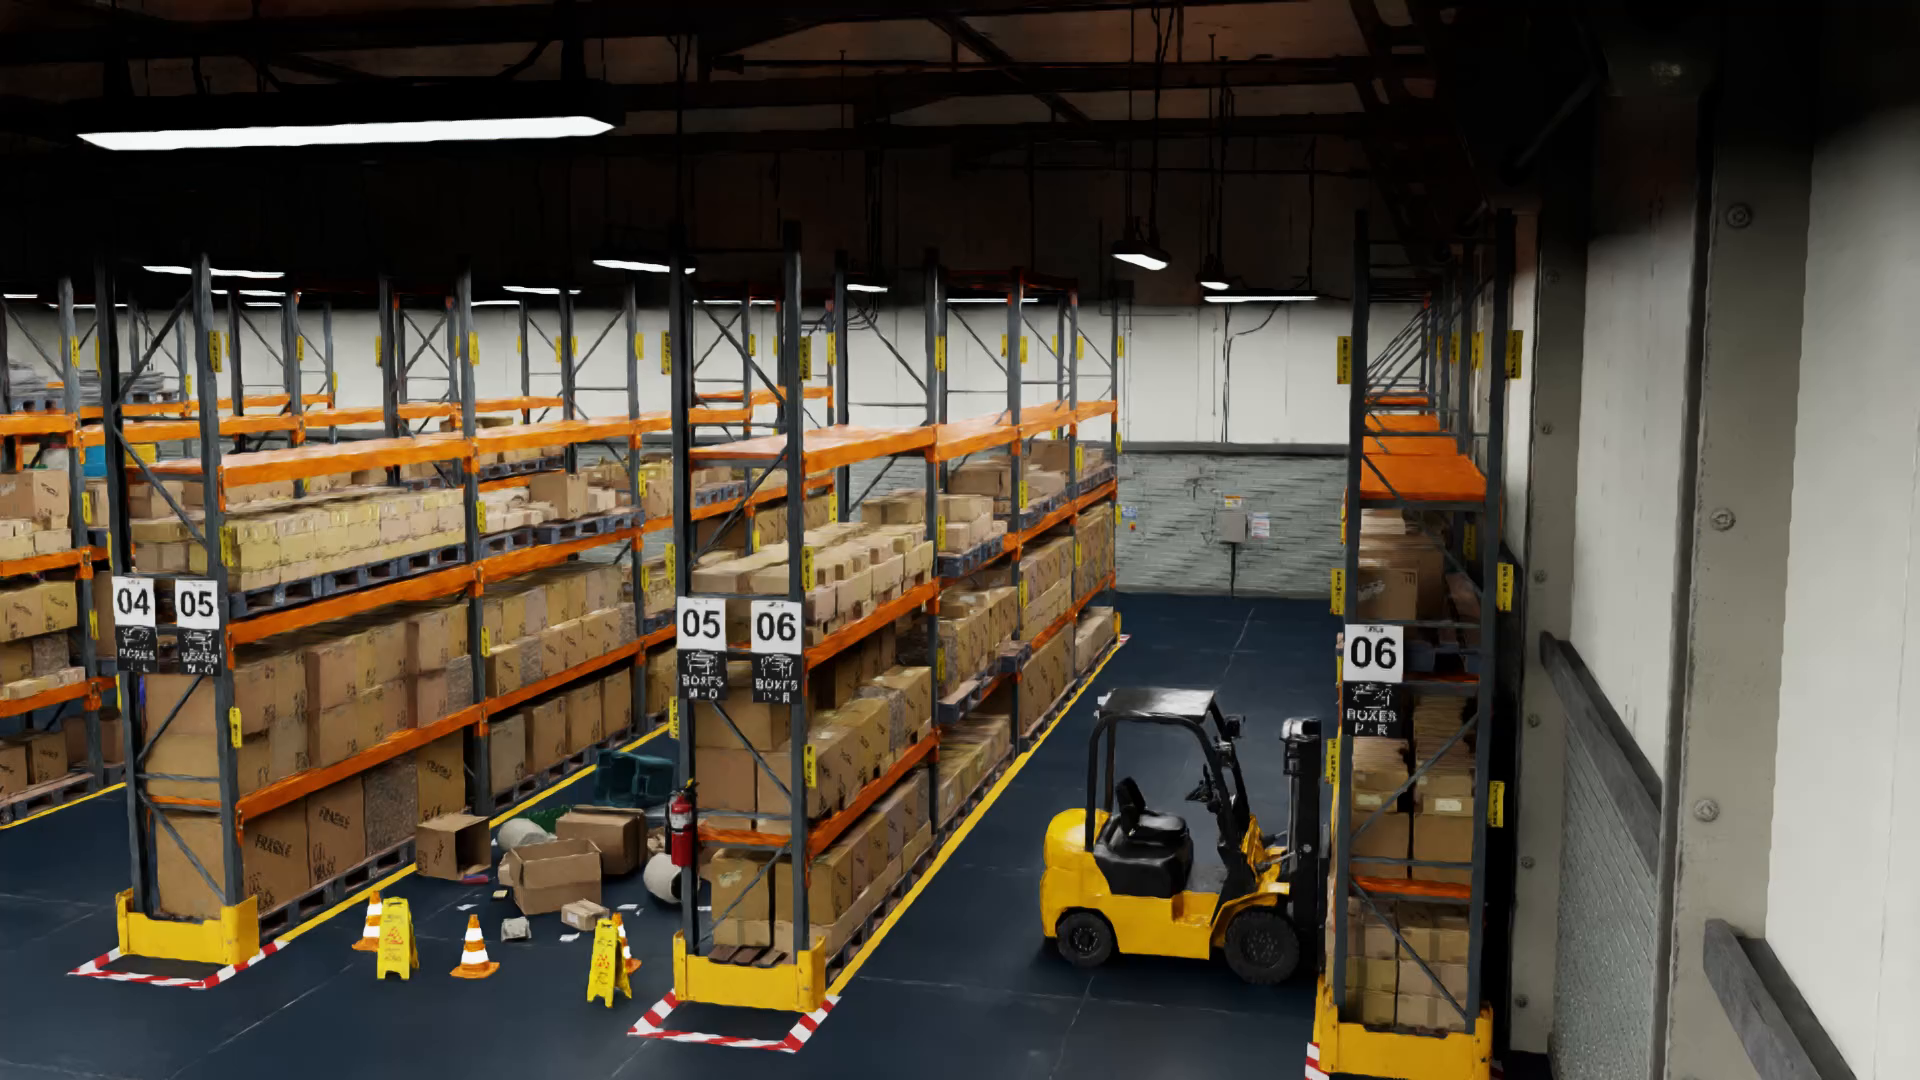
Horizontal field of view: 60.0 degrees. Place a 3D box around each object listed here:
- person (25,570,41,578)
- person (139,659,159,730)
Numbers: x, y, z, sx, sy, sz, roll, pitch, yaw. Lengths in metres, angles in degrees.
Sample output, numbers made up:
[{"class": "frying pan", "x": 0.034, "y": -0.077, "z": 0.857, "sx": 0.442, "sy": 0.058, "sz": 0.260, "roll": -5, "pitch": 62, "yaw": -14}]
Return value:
[{"class": "person", "x": -15.013, "y": 1.017, "z": 27.133, "sx": 0.545, "sy": 1.670, "sz": 0.545, "roll": 4, "pitch": 8, "yaw": 33}, {"class": "person", "x": -8.959, "y": 2.081, "z": 18.478, "sx": 0.371, "sy": 1.662, "sz": 0.582, "roll": -1, "pitch": 7, "yaw": -7}]
